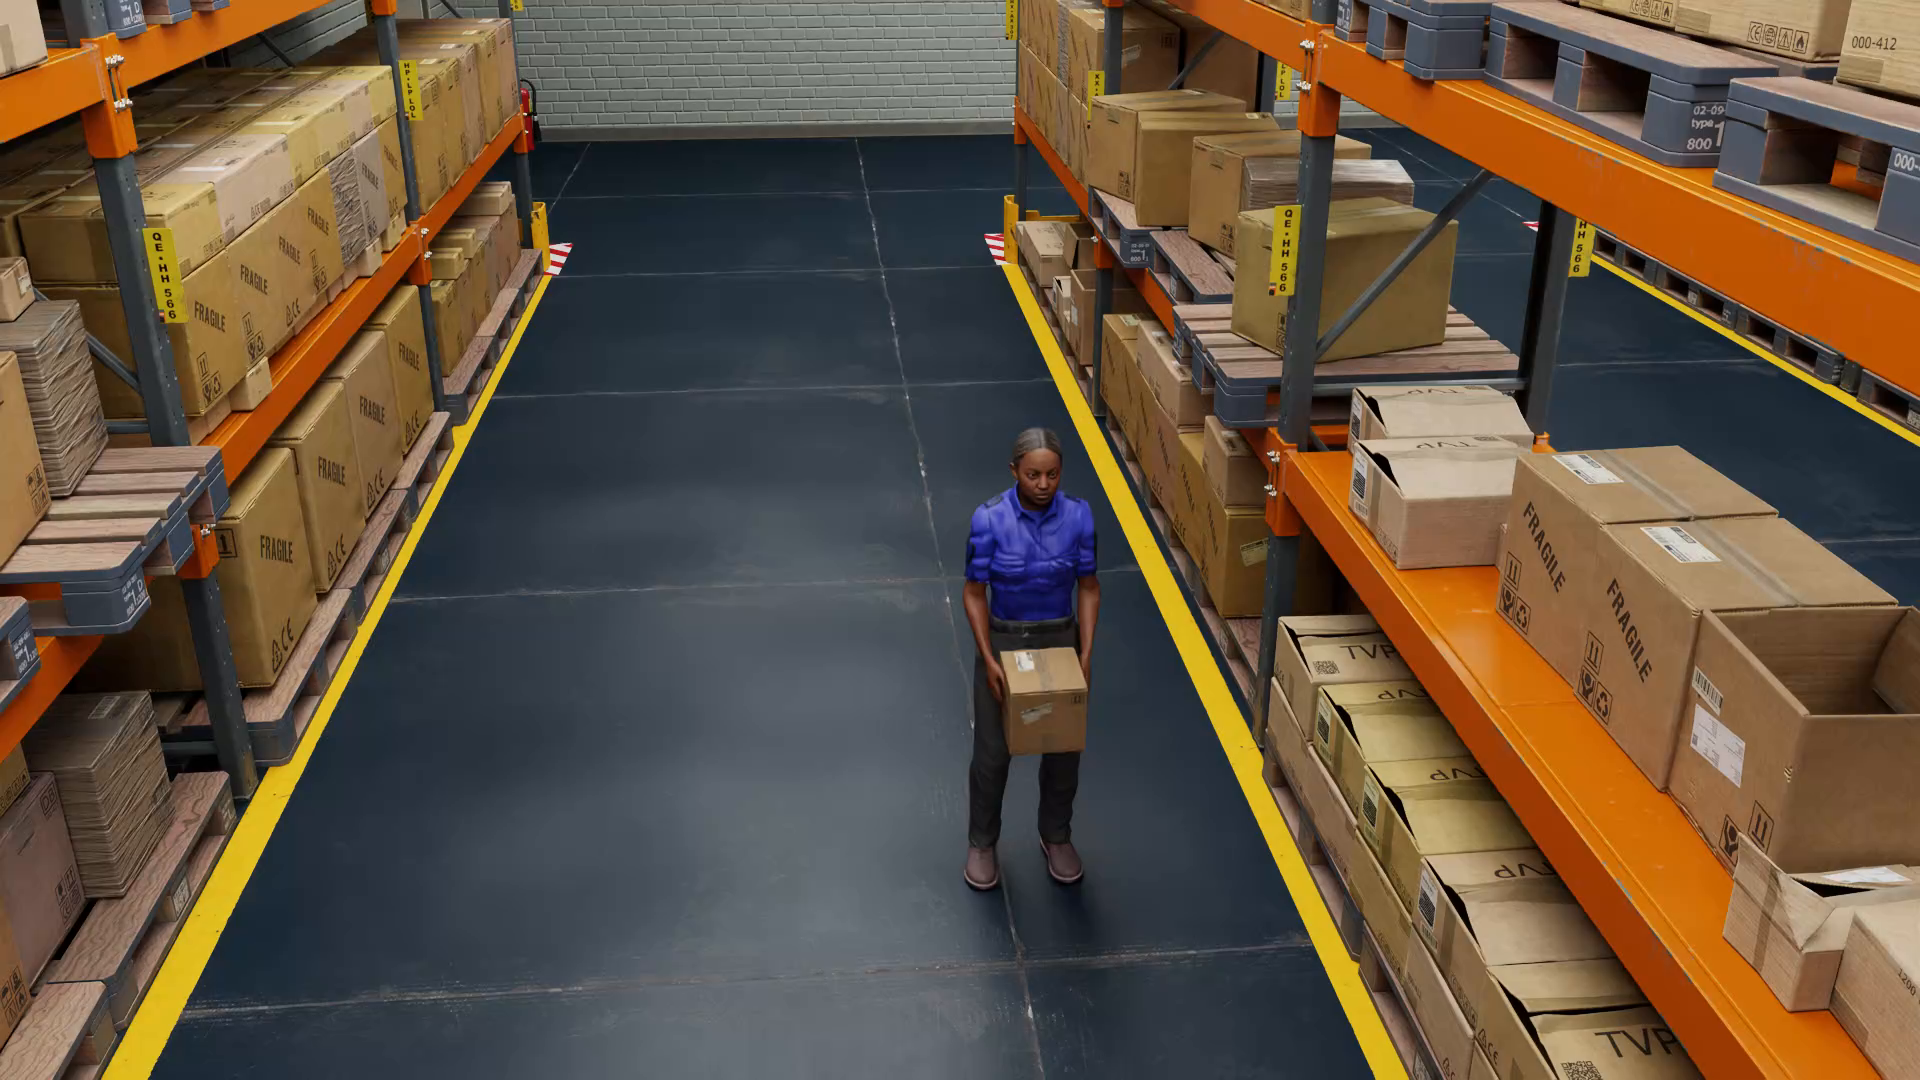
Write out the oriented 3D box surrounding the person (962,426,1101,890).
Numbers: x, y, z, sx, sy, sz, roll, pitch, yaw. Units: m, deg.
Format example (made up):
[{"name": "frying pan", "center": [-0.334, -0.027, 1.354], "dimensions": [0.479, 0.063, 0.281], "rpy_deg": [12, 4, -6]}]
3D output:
[{"name": "person", "center": [0.247, 0.415, 5.660], "dimensions": [0.478, 1.663, 0.405], "rpy_deg": [-3, 24, -6]}]
